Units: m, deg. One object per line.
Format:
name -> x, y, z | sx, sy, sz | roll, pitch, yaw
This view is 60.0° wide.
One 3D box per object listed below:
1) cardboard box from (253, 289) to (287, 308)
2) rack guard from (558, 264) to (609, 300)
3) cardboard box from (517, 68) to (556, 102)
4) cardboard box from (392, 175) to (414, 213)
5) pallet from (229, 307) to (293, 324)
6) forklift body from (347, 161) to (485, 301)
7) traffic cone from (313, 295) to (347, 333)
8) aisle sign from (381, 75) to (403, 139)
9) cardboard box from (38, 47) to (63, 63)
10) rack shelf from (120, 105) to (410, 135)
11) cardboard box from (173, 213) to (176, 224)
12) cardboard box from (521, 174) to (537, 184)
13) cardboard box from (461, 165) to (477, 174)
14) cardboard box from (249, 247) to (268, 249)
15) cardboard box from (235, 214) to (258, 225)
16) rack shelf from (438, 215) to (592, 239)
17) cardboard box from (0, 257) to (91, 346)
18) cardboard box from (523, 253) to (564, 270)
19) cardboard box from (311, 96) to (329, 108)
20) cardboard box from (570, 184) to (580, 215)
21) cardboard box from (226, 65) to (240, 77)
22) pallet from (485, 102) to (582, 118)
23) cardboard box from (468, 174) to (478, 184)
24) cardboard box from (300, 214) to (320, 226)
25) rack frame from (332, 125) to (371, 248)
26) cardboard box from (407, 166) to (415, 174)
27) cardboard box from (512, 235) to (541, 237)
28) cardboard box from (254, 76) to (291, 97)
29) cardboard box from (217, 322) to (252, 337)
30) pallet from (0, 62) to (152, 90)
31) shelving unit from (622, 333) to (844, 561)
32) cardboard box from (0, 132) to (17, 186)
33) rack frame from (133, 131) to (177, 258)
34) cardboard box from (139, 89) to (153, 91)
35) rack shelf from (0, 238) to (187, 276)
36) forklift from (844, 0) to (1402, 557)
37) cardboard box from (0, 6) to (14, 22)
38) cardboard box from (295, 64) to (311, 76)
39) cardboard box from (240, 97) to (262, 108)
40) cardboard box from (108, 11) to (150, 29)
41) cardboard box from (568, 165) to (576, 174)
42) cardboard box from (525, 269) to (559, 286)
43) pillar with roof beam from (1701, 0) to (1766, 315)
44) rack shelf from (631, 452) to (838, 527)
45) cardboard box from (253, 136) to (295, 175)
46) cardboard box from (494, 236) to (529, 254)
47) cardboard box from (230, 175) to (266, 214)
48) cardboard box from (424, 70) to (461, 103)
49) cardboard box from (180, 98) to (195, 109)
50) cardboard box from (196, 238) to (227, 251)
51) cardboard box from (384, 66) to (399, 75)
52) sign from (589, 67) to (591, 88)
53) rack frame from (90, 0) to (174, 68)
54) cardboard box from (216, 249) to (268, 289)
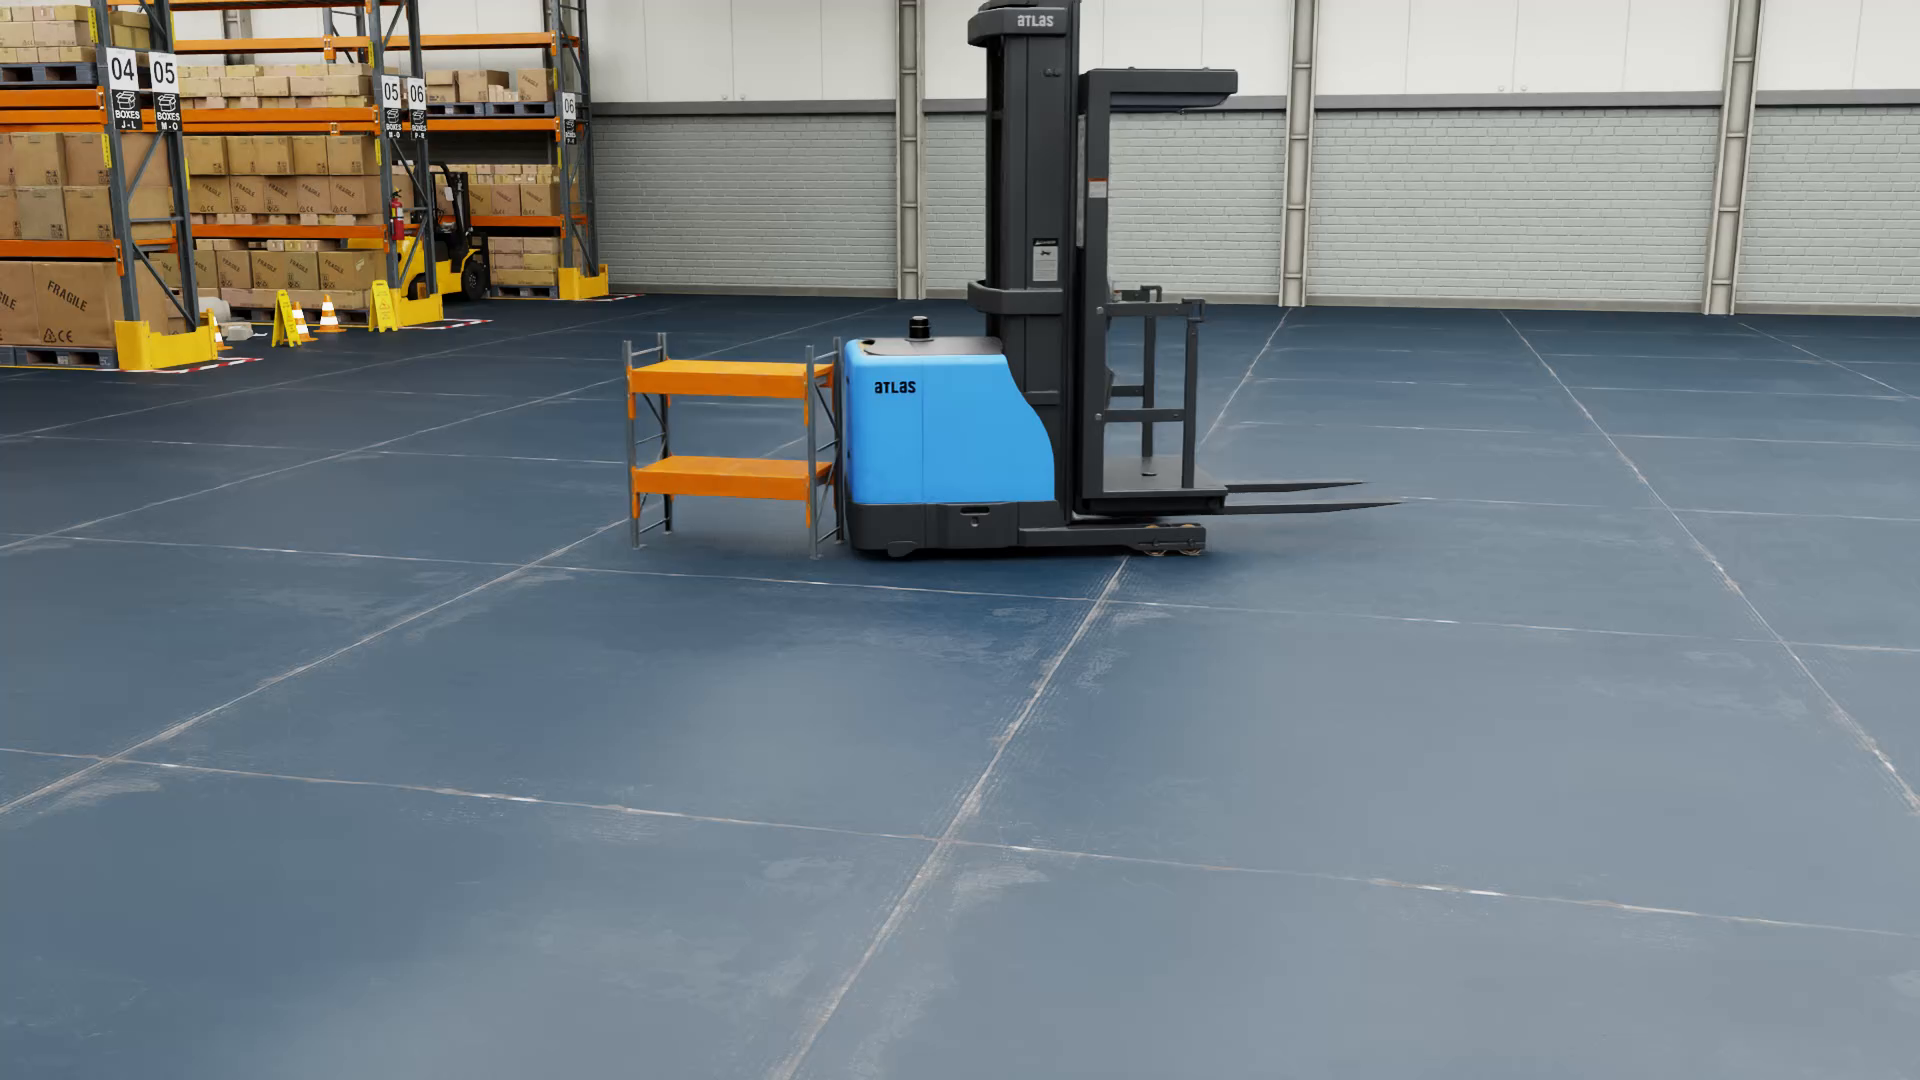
cardboard box -> -9.184, -3.283, 22.484 | 0.500, 0.250, 0.500 | 3, 13, 12
rack guard -> -6.115, -4.203, 27.022 | 0.348, 0.500, 1.175 | 3, 13, 14
cardboard box -> -6.626, -7.163, 26.237 | 0.500, 0.500, 0.500 | 3, 13, 15
cardboard box -> -7.717, -4.657, 22.382 | 0.500, 0.500, 0.500 | 3, 13, 13
pallet -> -9.359, -3.136, 22.882 | 1.213, 0.211, 1.003 | 3, 13, 14
forklift body -> -8.416, -4.725, 25.563 | 1.214, 2.155, 2.313 | 3, 13, 14
traffic cone -> -8.050, -2.893, 21.204 | 0.334, 0.463, 0.336 | 3, 13, 14
aisle sign -> -7.333, -5.585, 21.480 | 0.004, 0.787, 0.394 | 3, 13, 14
cardboard box -> -9.060, -4.889, 16.798 | 0.250, 0.149, 0.380 | 3, 13, 14
rack shelf -> -9.266, -5.597, 22.272 | 4.000, 0.370, 1.077 | 3, 13, 14
cardboard box -> -10.455, -4.372, 22.593 | 0.250, 0.149, 0.380 | 3, 13, 13
cardboard box -> -6.797, -5.756, 26.523 | 0.250, 0.149, 0.380 | 3, 13, 14
cardboard box -> -7.800, -5.954, 26.731 | 0.250, 0.149, 0.380 | 3, 13, 15
cardboard box -> -9.579, -3.790, 23.038 | 0.500, 0.500, 0.500 | 4, 13, 17
cardboard box -> -9.487, -4.306, 22.296 | 0.250, 0.149, 0.380 | 3, 13, 13
rack shelf -> -8.080, -5.177, 27.303 | 4.000, 0.370, 1.077 | 3, 13, 14
cardboard box -> -9.941, -2.568, 17.820 | 0.875, 0.875, 0.875 | 3, 13, 13
cardboard box -> -6.686, -4.490, 26.773 | 0.500, 0.250, 0.500 | 3, 13, 13
cardboard box -> -8.237, -5.709, 21.694 | 0.250, 0.149, 0.380 | 3, 13, 15
cardboard box -> -6.553, -5.557, 27.125 | 0.500, 0.500, 0.500 | 3, 13, 15
cardboard box -> -9.451, -6.171, 21.935 | 0.250, 0.149, 0.380 | 3, 13, 15
pallet -> -6.818, -6.888, 26.632 | 1.213, 0.211, 1.003 | 3, 13, 14
cardboard box -> -7.793, -5.810, 26.768 | 0.250, 0.149, 0.380 | 3, 13, 14
cardboard box -> -8.512, -4.247, 22.029 | 0.250, 0.149, 0.380 | 3, 13, 15
rack frame -> -10.022, -5.632, 27.693 | 0.127, 3.000, 1.000 | 3, 13, 14
cardboard box -> -8.774, -6.015, 27.004 | 0.250, 0.149, 0.380 | 3, 13, 13
cardboard box -> -7.045, -4.865, 27.306 | 0.500, 0.250, 0.500 | 3, 13, 14
cardboard box -> -8.878, -5.939, 21.810 | 0.500, 0.250, 0.500 | 3, 13, 15
cardboard box -> -9.080, -2.632, 20.752 | 0.250, 0.149, 0.380 | 12, 17, 43
pallet -> -9.134, -4.791, 17.184 | 1.213, 0.211, 1.003 | 3, 13, 14
shelving unit -> -1.210, -0.521, 8.983 | 1.048, 1.125, 0.538 | 3, 13, 13
cardboard box -> -9.830, -4.029, 17.627 | 0.550, 0.550, 0.875 | 3, 13, 14
rack frame -> -11.207, -4.588, 22.987 | 0.127, 3.000, 1.000 | 3, 13, 14
cardboard box -> -10.846, -6.044, 22.284 | 0.500, 0.250, 0.500 | 3, 13, 12
rack shelf -> -10.353, -3.087, 17.882 | 4.000, 0.370, 1.077 | 3, 13, 14
forklift -> 0.890, -1.456, 9.028 | 3.031, 2.935, 1.130 | -1, 13, -6
cardboard box -> -9.563, -5.305, 16.832 | 0.250, 0.149, 0.380 | 3, 13, 14
cardboard box -> -8.450, -6.122, 21.714 | 0.250, 0.149, 0.380 | 3, 13, 14
cardboard box -> -9.239, -5.752, 21.889 | 0.250, 0.149, 0.380 | 3, 13, 13
cardboard box -> -8.659, -5.403, 17.275 | 0.250, 0.149, 0.380 | 3, 13, 14
cardboard box -> -6.413, -5.997, 26.925 | 0.250, 0.149, 0.380 | 3, 13, 12
cardboard box -> -6.670, -4.245, 26.820 | 0.500, 0.250, 0.500 | 3, 13, 14
pillar with roof beam -> 9.846, -6.739, 18.834 | 0.400, 9.000, 9.100 | 3, 13, 14
rack shelf -> -1.210, -0.282, 9.036 | 1.000, 0.278, 0.538 | 3, 13, 13
cardboard box -> -8.881, -5.076, 21.960 | 0.500, 0.500, 0.700 | 3, 13, 13
cardboard box -> -7.157, -4.759, 26.827 | 0.500, 0.250, 0.500 | 3, 13, 15
cardboard box -> -9.374, -4.628, 22.252 | 0.500, 0.500, 0.500 | 3, 13, 14
cardboard box -> -8.156, -7.277, 26.744 | 0.637, 0.503, 0.797 | 3, 13, 15
cardboard box -> -10.222, -5.825, 22.220 | 0.250, 0.149, 0.380 | 3, 13, 15
cardboard box -> -10.093, -4.000, 22.489 | 0.250, 0.149, 0.380 | 4, 13, 16
cardboard box -> -7.620, -6.173, 21.944 | 0.250, 0.149, 0.380 | 3, 13, 13
sign -> -5.999, -7.470, 26.853 | 0.005, 0.325, 0.100 | 3, 13, 14
rack frame -> -8.412, -6.263, 16.686 | 0.127, 3.000, 1.000 | 3, 13, 14
cardboard box -> -9.674, -3.677, 22.527 | 0.500, 0.500, 0.500 | 4, 13, 16
